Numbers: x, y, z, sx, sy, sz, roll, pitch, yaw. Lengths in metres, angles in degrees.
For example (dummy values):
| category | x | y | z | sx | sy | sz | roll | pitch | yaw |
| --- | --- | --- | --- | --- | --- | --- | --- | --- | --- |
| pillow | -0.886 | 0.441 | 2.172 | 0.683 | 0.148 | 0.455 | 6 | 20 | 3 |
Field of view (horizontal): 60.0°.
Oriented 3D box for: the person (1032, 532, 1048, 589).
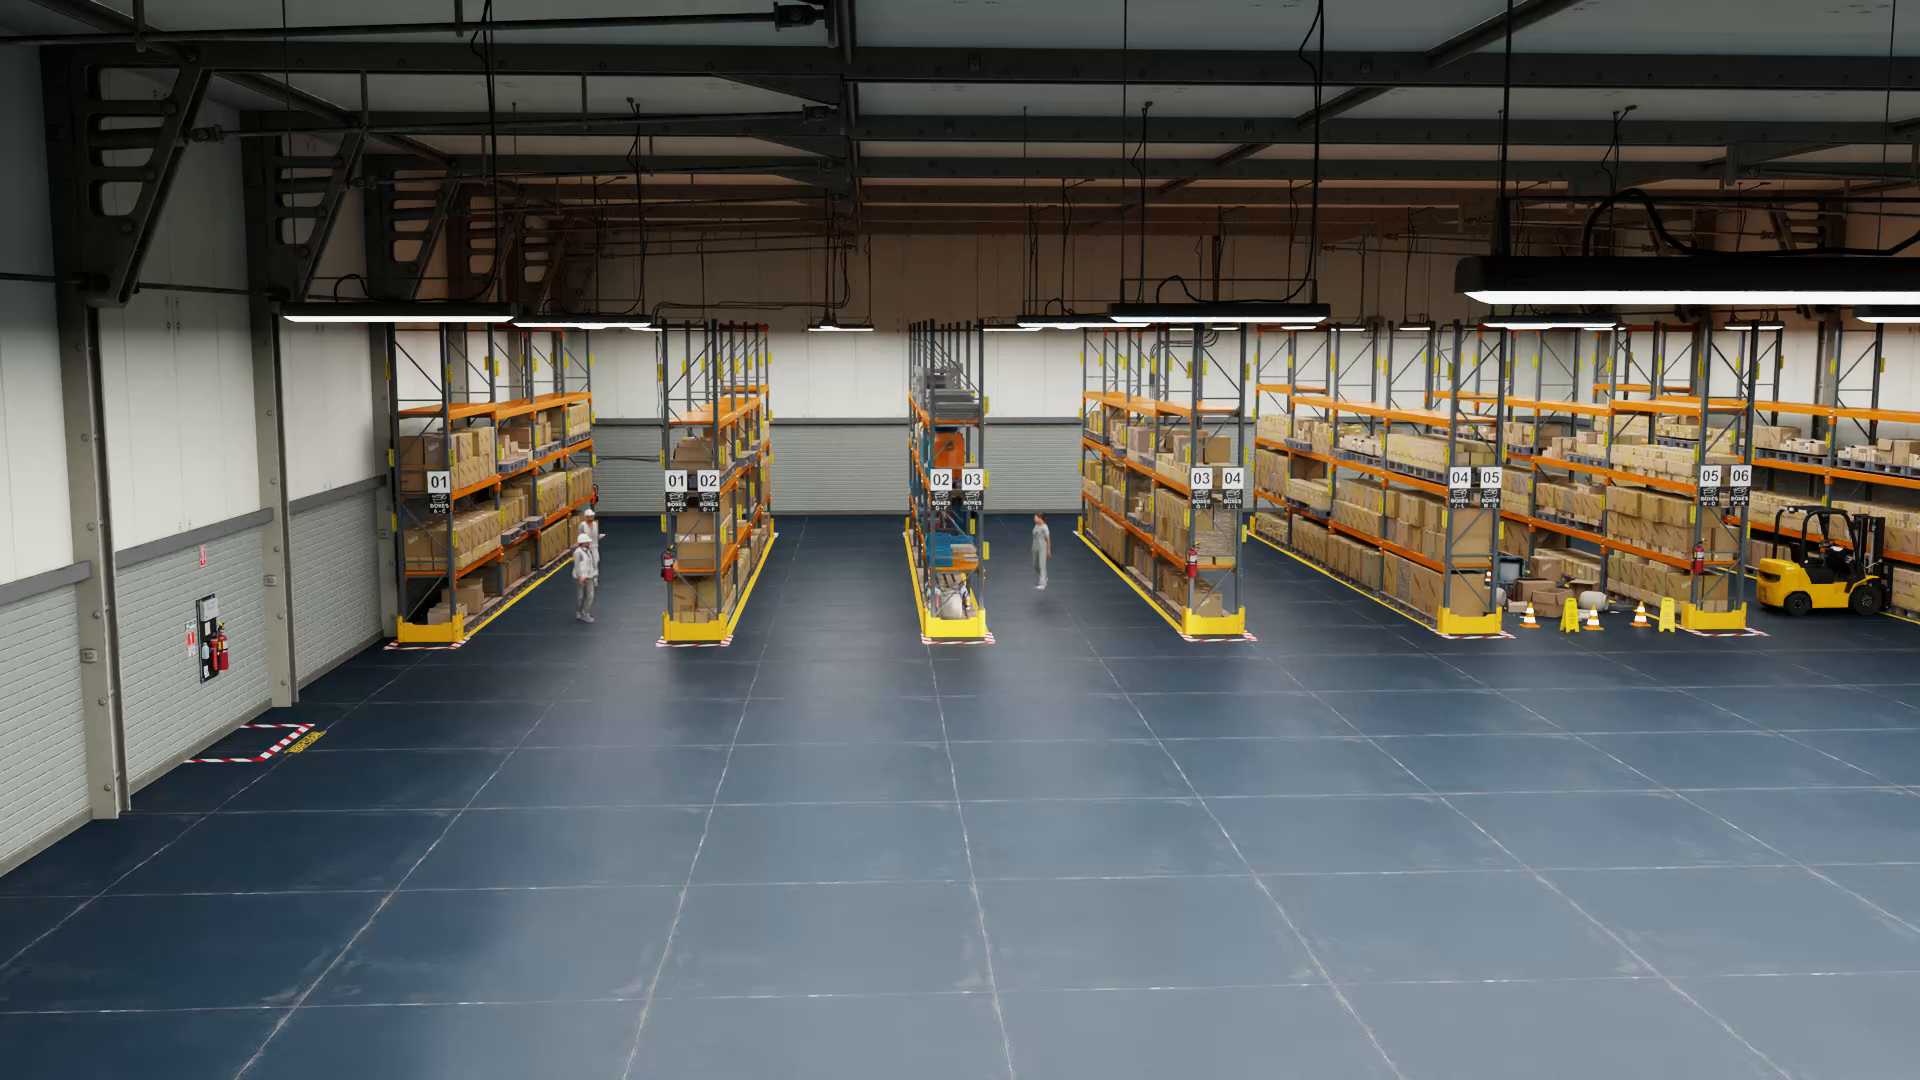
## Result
| category | x | y | z | sx | sy | sz | roll | pitch | yaw |
| --- | --- | --- | --- | --- | --- | --- | --- | --- | --- |
| person | 1.759 | 0.426 | 35.760 | 0.480 | 1.238 | 0.829 | 6 | 9 | 41 |

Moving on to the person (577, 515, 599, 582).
| category | x | y | z | sx | sy | sz | roll | pitch | yaw |
| --- | --- | --- | --- | --- | --- | --- | --- | --- | --- |
| person | -8.443 | 0.213 | 37.812 | 0.467 | 1.538 | 0.865 | -1 | 7 | -9 |

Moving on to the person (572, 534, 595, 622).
| category | x | y | z | sx | sy | sz | roll | pitch | yaw |
| --- | --- | --- | --- | --- | --- | --- | --- | --- | --- |
| person | -7.555 | 0.758 | 33.276 | 0.669 | 1.779 | 0.524 | 7 | 10 | 42 |
